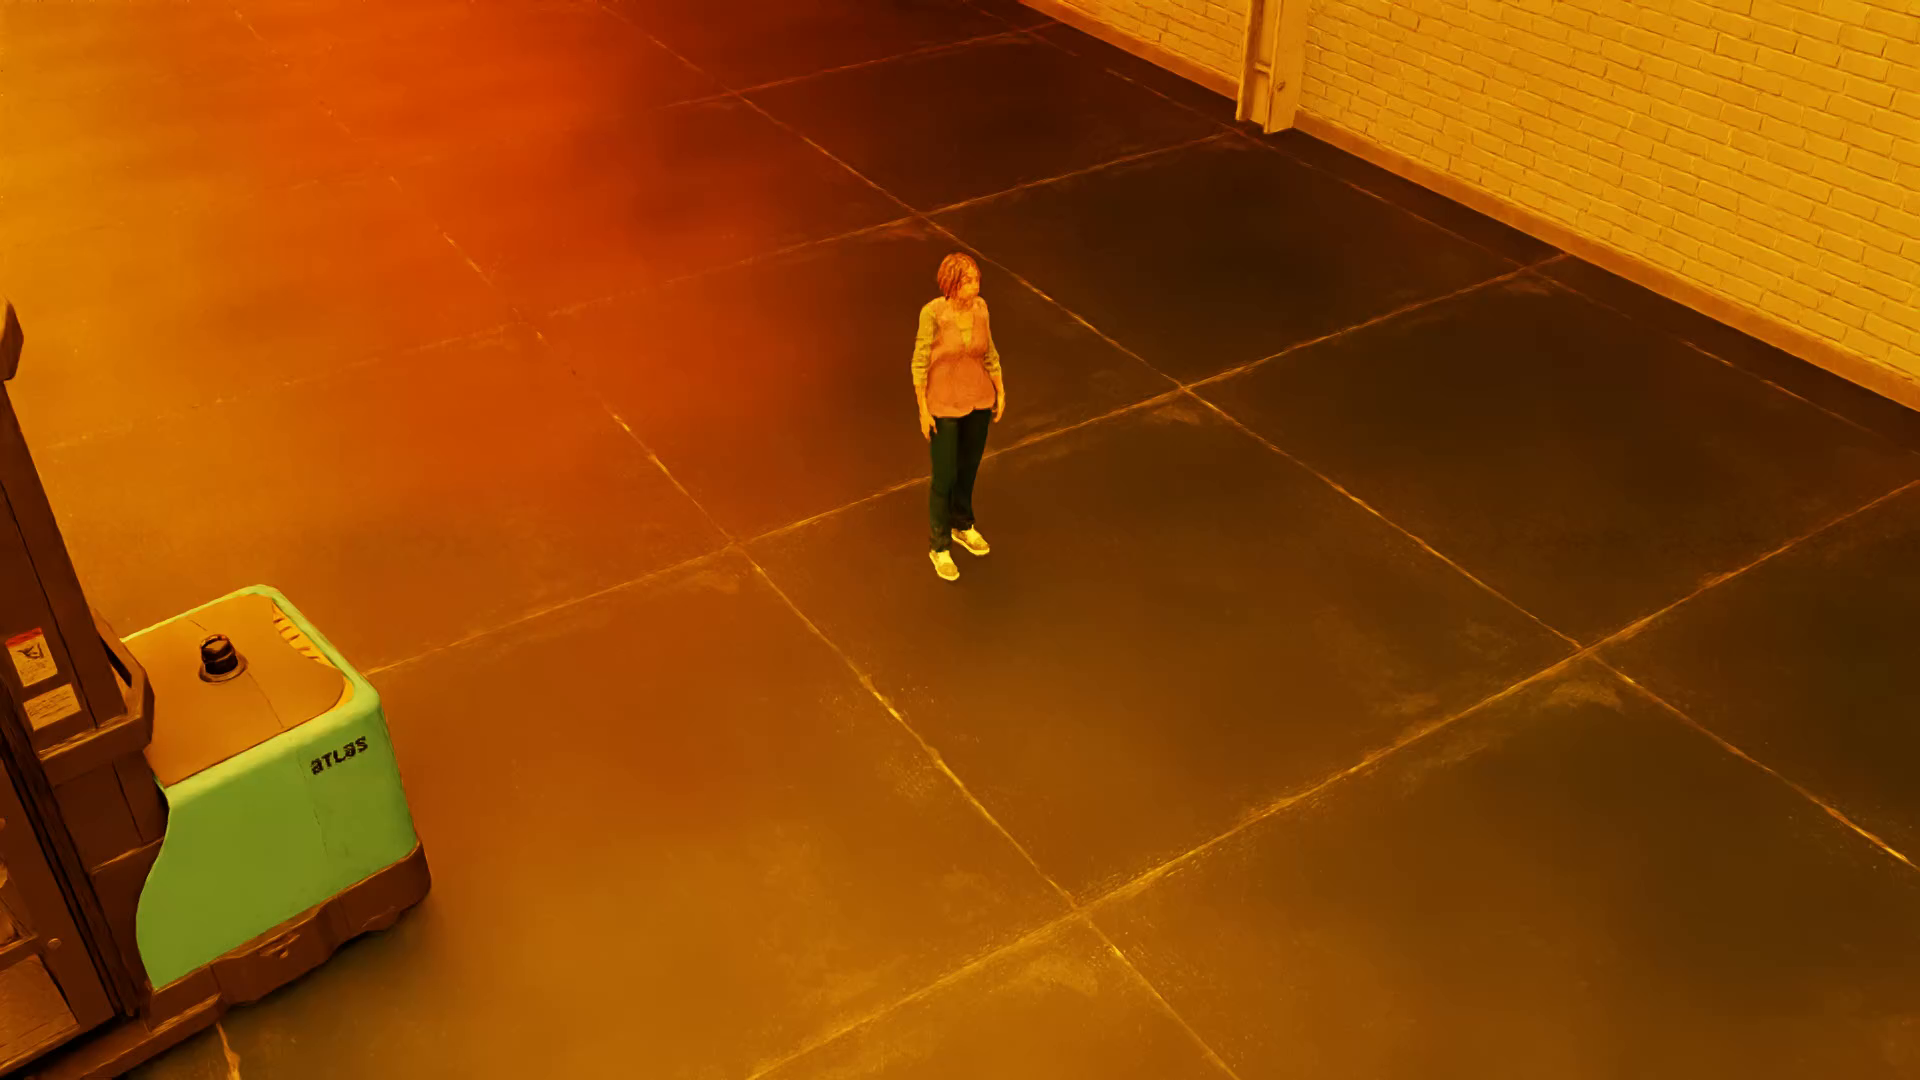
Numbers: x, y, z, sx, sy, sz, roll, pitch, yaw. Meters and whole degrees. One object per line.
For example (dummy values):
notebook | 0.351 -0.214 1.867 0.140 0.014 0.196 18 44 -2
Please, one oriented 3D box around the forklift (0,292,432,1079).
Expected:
forklift | -3.529 0.610 5.280 3.031 2.935 1.130 -28 44 -34

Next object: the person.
person | 0.029 -0.619 8.177 0.520 1.597 0.474 -21 40 -27
